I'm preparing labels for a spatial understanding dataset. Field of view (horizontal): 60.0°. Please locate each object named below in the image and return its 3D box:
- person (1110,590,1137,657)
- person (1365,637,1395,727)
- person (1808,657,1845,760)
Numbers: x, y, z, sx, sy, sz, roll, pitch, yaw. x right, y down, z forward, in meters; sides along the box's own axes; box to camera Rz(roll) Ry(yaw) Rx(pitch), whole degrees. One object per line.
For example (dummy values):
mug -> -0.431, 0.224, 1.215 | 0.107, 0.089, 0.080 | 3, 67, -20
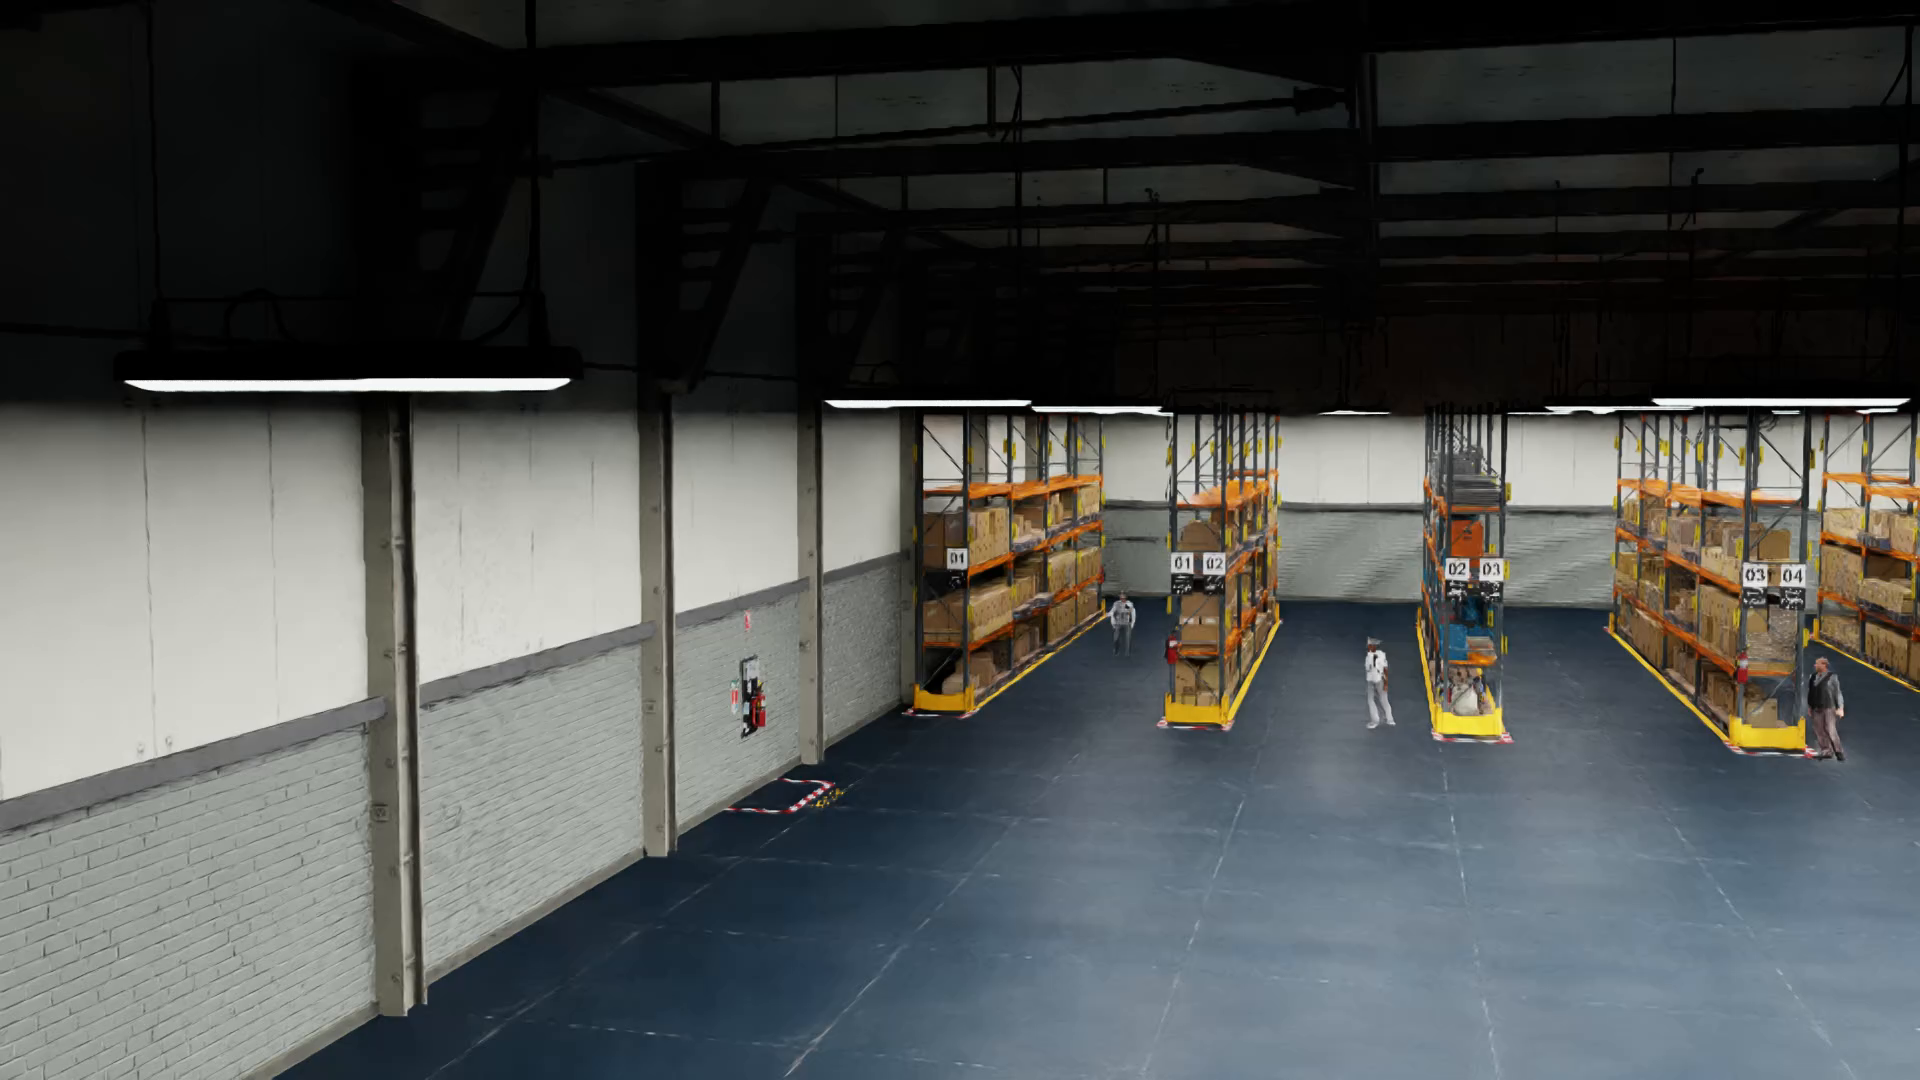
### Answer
person -> 3.885, 1.990, 39.620 | 0.639, 1.632, 0.512 | 1, 4, 12
person -> 7.791, 2.621, 30.841 | 0.549, 1.661, 0.512 | -3, 5, -38
person -> 14.484, 2.818, 27.792 | 0.467, 1.711, 0.643 | -2, 5, -28
